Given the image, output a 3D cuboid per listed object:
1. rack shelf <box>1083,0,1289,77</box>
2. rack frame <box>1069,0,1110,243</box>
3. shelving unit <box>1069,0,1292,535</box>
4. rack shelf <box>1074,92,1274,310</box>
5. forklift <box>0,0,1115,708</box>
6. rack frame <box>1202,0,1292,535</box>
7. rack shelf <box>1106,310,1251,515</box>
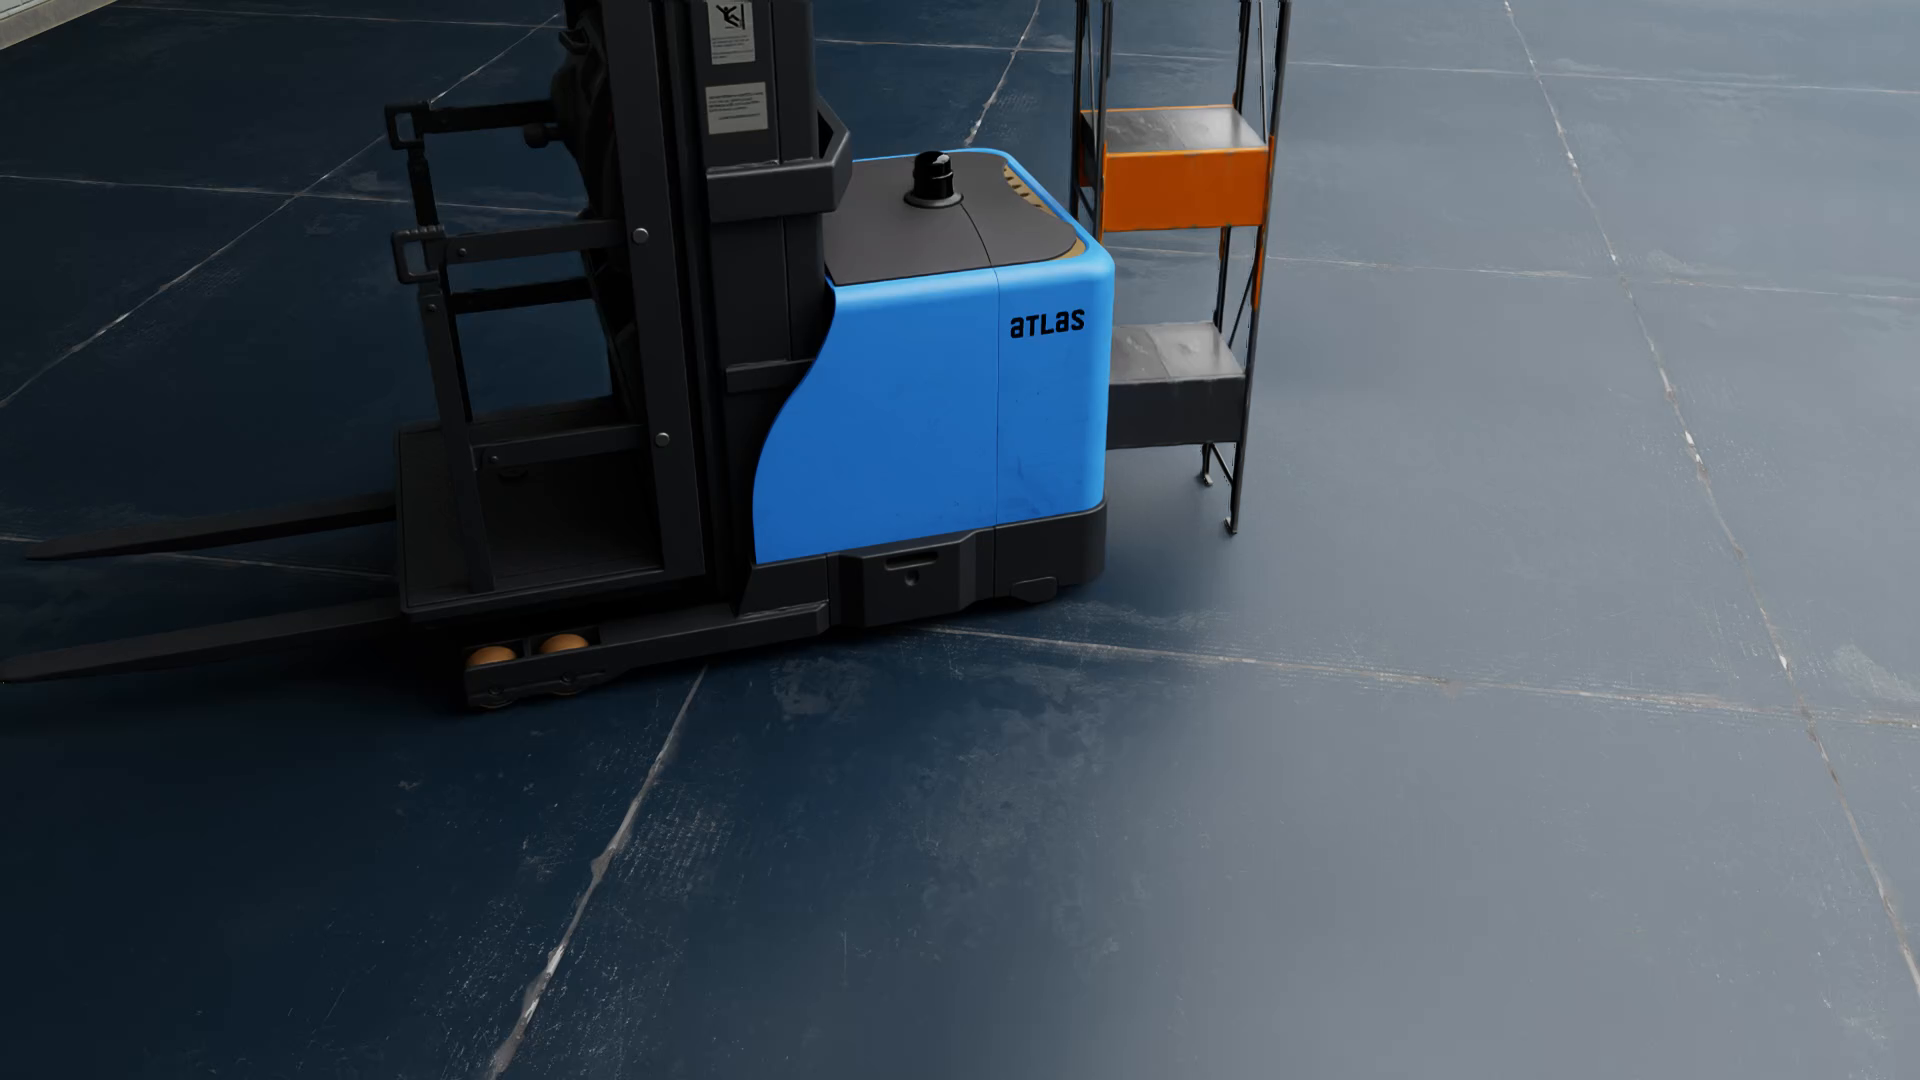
[{"bbox_3d":[0.605,-1.578,4.499,0.480,0.518,0.431,-4,32,-6],"label":"rack shelf"},{"bbox_3d":[0.363,-0.980,4.837,0.015,2.100,0.400,-4,32,-6],"label":"rack frame"},{"bbox_3d":[0.605,-0.996,4.863,0.503,2.100,0.431,-4,32,-6],"label":"shelving unit"},{"bbox_3d":[0.605,-0.985,4.870,0.480,0.518,0.431,-4,32,-6],"label":"rack shelf"},{"bbox_3d":[-1.142,-1.099,4.244,3.031,2.935,1.130,-9,33,-15],"label":"forklift"},{"bbox_3d":[0.847,-1.012,4.888,0.015,2.100,0.400,-4,32,-6],"label":"rack frame"},{"bbox_3d":[0.605,-0.391,5.241,0.480,0.518,0.431,-4,32,-6],"label":"rack shelf"}]
